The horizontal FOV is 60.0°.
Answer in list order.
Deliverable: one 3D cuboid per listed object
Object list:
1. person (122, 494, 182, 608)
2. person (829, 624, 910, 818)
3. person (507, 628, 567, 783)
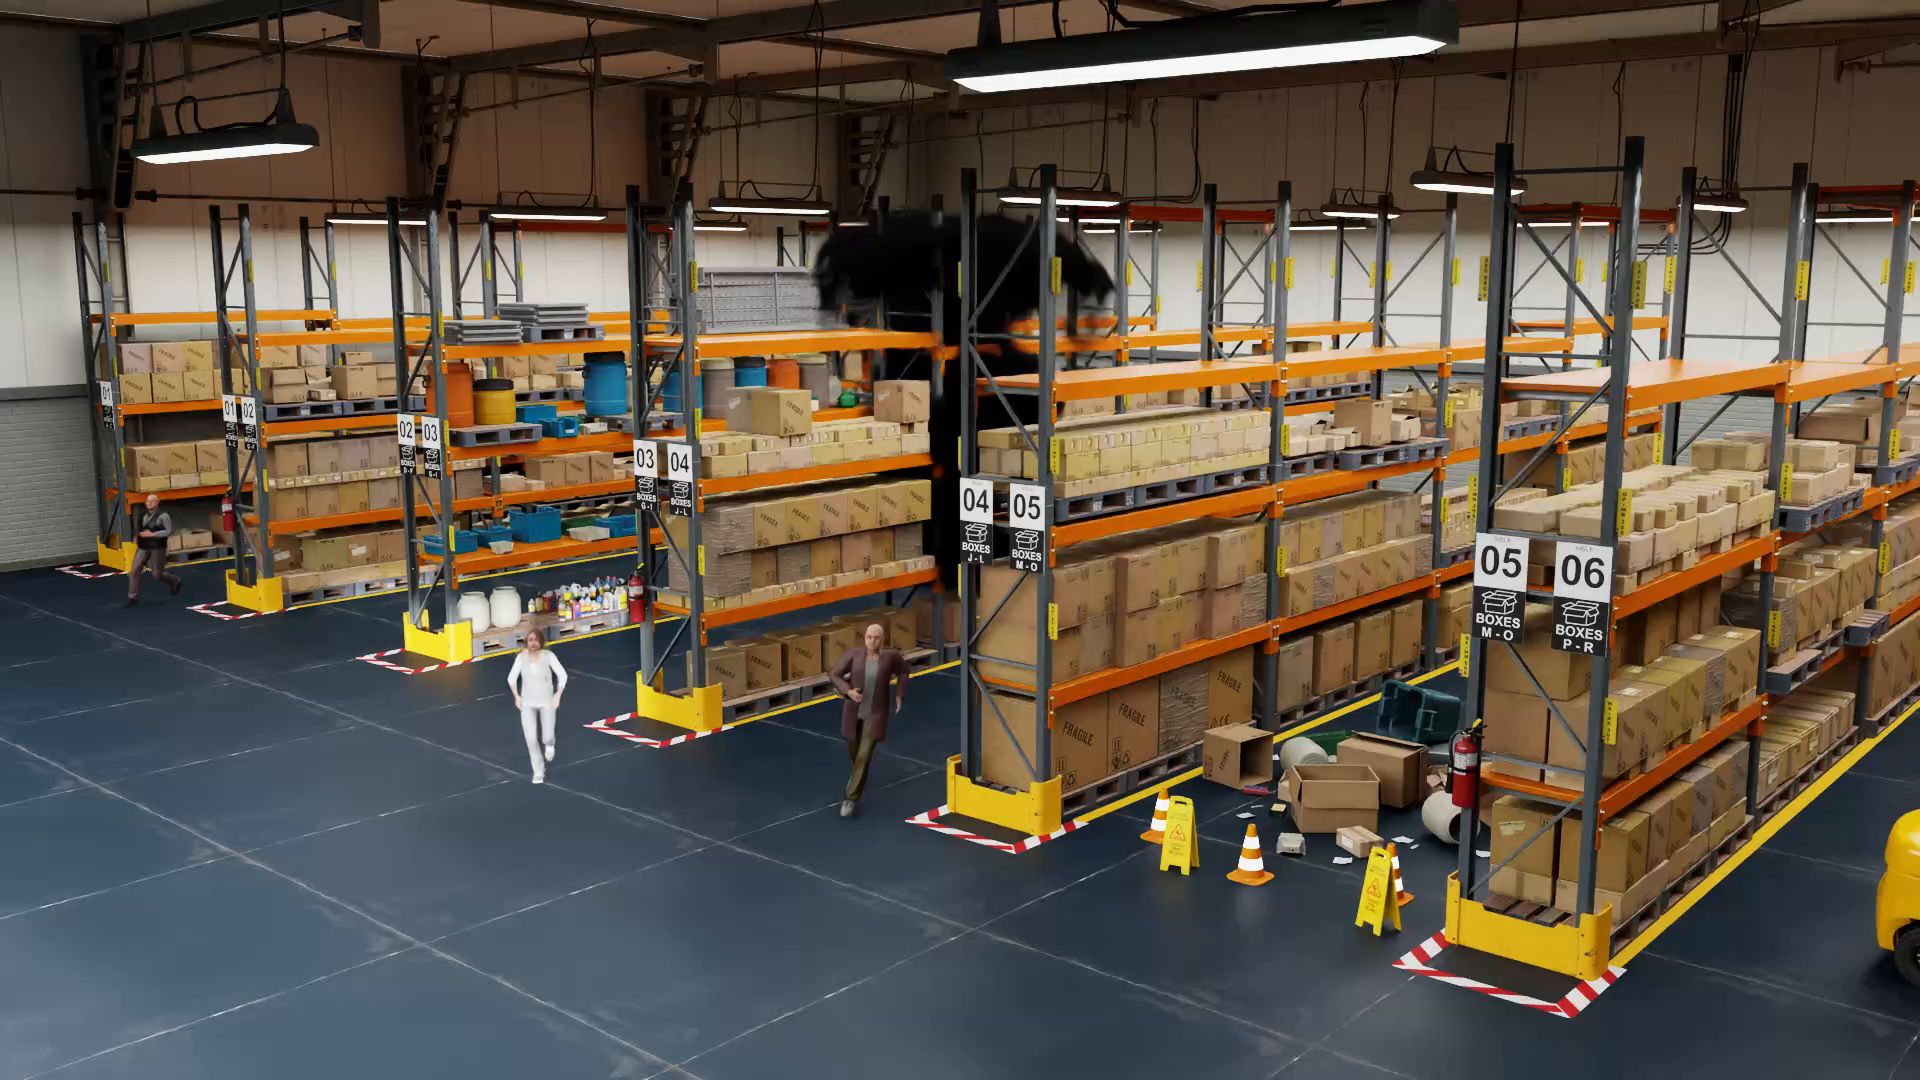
[{"bbox_3d":[-12.309,0.146,25.392,0.678,1.701,0.896,2,10,14],"label":"person"},{"bbox_3d":[-0.873,1.663,15.923,0.740,1.769,1.024,1,10,6],"label":"person"},{"bbox_3d":[-4.251,1.636,16.763,0.583,1.552,0.594,-1,10,-8],"label":"person"}]
